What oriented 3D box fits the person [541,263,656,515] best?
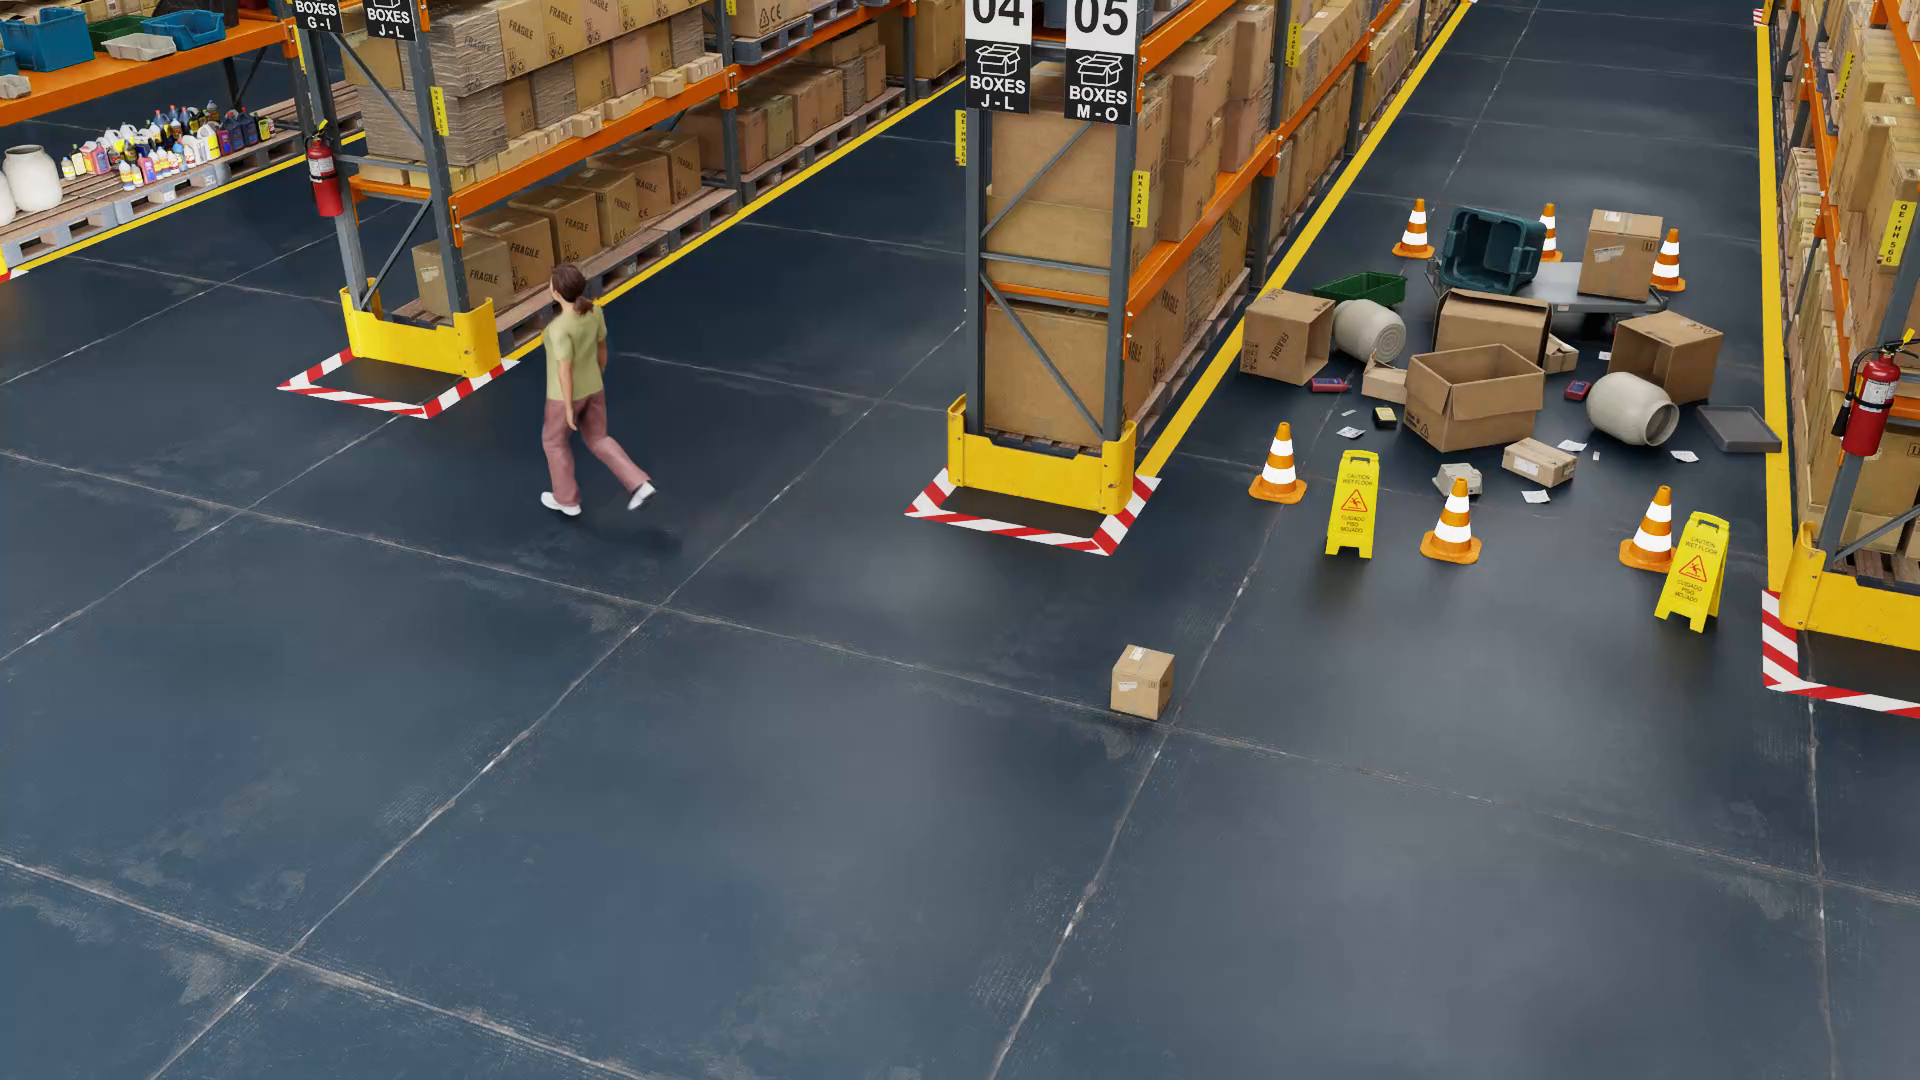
[{"bbox_3d":[-2.237,-0.864,9.902,0.830,1.635,0.447,18,35,29],"label":"person"}]
